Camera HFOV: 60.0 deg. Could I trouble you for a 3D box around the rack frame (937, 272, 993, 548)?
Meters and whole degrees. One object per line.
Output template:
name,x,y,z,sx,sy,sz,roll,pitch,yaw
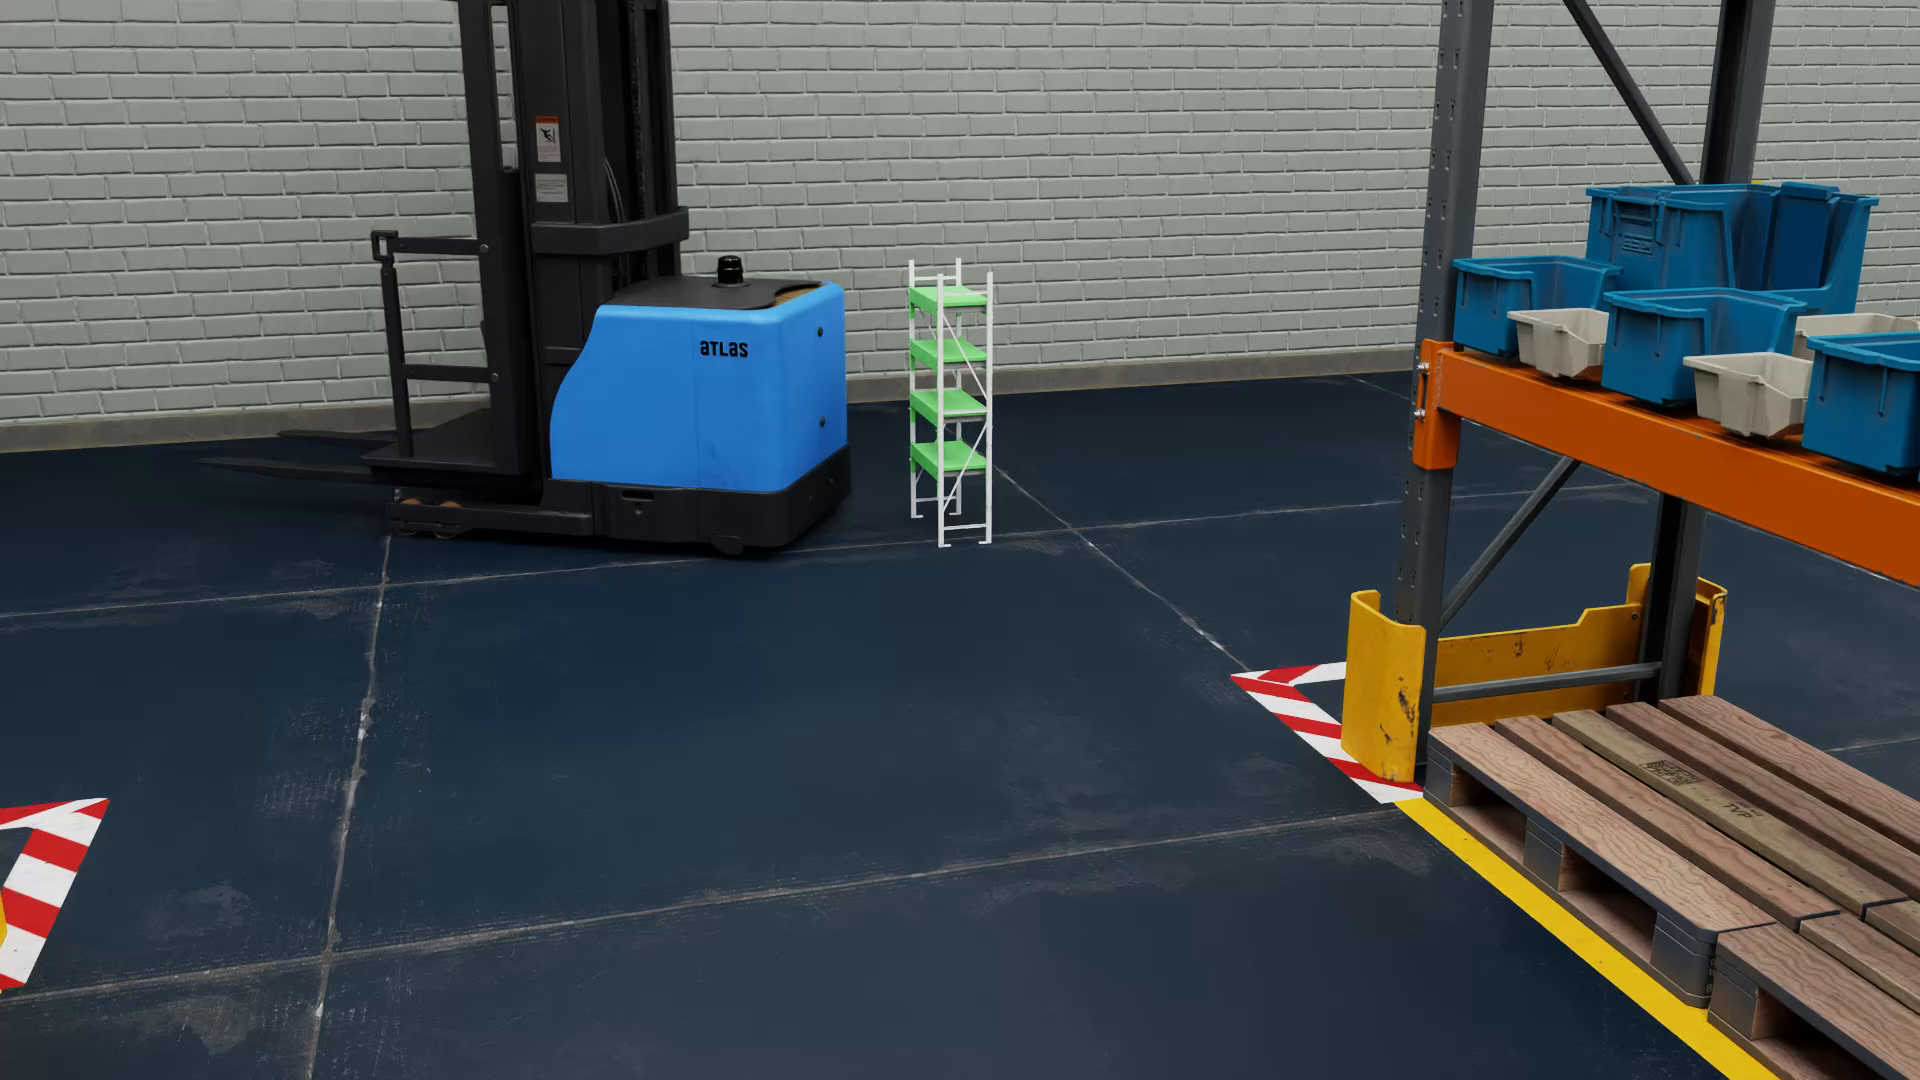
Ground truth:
rack frame,0.022,-0.553,7.207,0.240,1.200,0.015,-5,17,-15

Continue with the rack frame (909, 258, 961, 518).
rack frame,-0.113,-0.688,7.657,0.240,1.200,0.015,-5,17,-15

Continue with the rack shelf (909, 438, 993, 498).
rack shelf,-0.045,-0.329,7.519,0.258,0.148,0.480,-5,17,-15

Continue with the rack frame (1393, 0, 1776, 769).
rack frame,1.820,-0.787,4.857,1.000,3.000,0.127,-5,17,-15

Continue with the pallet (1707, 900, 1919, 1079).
pallet,2.341,1.117,3.367,1.003,0.211,1.213,-5,17,-15

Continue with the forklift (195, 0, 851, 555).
forklift,-2.096,-1.549,7.514,3.031,2.935,1.130,4,17,14

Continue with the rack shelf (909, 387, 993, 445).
rack shelf,-0.045,-0.559,7.450,0.258,0.148,0.480,-5,17,-15

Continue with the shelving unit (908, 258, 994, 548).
shelving unit,-0.045,-0.620,7.432,0.258,1.200,0.503,-5,17,-15

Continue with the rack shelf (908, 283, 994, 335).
rack shelf,-0.045,-1.019,7.312,0.258,0.148,0.480,-5,17,-15

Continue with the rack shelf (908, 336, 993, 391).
rack shelf,-0.045,-0.789,7.381,0.258,0.148,0.480,-5,17,-15

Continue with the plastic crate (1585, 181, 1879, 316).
plastic crate,2.091,-0.754,4.584,0.616,0.435,0.499,-5,17,-15

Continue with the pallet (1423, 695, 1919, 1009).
pallet,2.009,0.780,4.488,1.003,0.211,1.213,-5,17,-15

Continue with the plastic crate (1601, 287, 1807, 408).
plastic crate,1.752,-0.459,3.952,0.416,0.233,0.300,-5,17,-15

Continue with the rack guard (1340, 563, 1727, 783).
rack guard,1.801,0.405,5.235,1.175,0.500,0.348,-5,17,-15

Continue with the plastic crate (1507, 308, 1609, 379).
plastic crate,1.579,-0.499,4.255,0.250,0.136,0.298,-5,17,-15

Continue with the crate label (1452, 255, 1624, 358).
crate label,1.571,-0.641,4.558,0.416,0.233,0.303,-5,17,-15

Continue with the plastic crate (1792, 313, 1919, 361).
plastic crate,2.218,-0.478,4.183,0.396,0.136,0.243,-5,17,-15

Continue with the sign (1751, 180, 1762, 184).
sign,2.344,-0.913,4.993,0.100,0.325,0.005,-5,17,-15

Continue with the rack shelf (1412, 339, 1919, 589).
rack shelf,2.369,0.111,3.119,1.077,0.370,4.000,-5,17,-15

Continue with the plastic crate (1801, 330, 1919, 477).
plastic crate,1.933,-0.277,3.346,0.416,0.233,0.300,-5,17,-15

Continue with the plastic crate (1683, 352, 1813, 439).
plastic crate,1.766,-0.312,3.630,0.250,0.136,0.298,-5,17,-15

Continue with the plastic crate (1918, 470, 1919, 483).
plastic crate,2.015,-0.194,3.069,0.416,0.233,0.300,-5,17,-15

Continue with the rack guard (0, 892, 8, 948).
rack guard,-2.923,0.822,3.846,1.175,0.500,0.348,-5,17,-15
